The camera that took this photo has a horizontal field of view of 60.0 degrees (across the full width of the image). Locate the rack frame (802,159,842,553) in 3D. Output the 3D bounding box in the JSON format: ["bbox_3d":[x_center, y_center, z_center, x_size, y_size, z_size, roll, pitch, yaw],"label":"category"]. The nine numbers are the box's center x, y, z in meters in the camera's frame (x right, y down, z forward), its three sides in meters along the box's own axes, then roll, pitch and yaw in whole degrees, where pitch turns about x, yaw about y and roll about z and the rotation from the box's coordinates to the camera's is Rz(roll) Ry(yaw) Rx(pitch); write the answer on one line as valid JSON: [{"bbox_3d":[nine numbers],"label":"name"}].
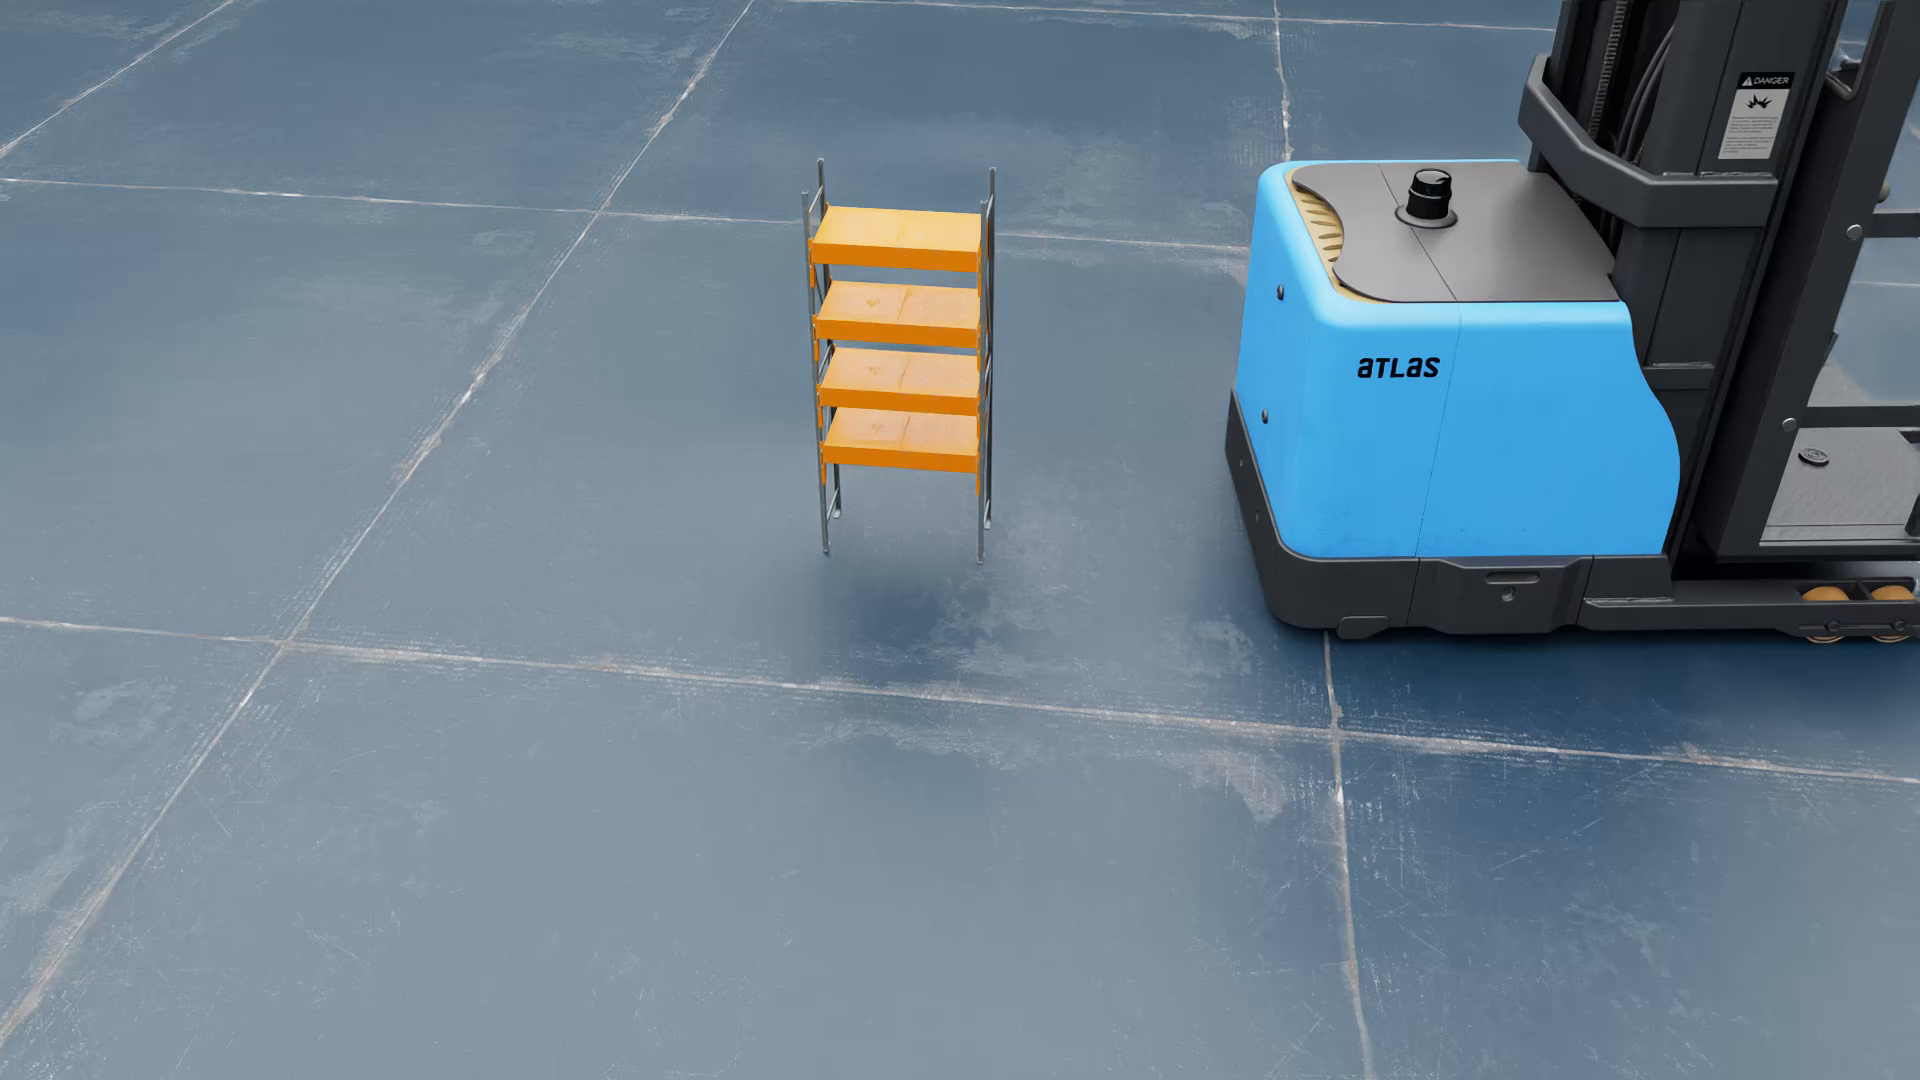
[{"bbox_3d":[-0.406,-0.519,4.944,0.015,1.200,0.240,4,36,6],"label":"rack frame"}]

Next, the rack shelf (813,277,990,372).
[{"bbox_3d":[-0.164,-0.628,4.828,0.480,0.148,0.258,4,36,6],"label":"rack shelf"}]

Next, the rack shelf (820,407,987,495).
[{"bbox_3d":[-0.164,-0.284,5.073,0.480,0.148,0.258,4,36,6],"label":"rack shelf"}]

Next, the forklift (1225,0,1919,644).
[{"bbox_3d":[2.406,-1.202,4.411,3.031,2.935,1.130,-1,36,-1],"label":"forklift"}]

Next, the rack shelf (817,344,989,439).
[{"bbox_3d":[-0.164,-0.446,4.958,0.480,0.148,0.258,4,36,6],"label":"rack shelf"}]

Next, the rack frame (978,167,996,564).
[{"bbox_3d":[0.078,-0.483,4.893,0.015,1.200,0.240,4,36,6],"label":"rack frame"}]

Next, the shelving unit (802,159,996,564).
[{"bbox_3d":[-0.164,-0.501,4.919,0.503,1.200,0.258,4,36,6],"label":"shelving unit"}]

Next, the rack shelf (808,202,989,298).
[{"bbox_3d":[-0.164,-0.820,4.690,0.480,0.148,0.258,4,36,6],"label":"rack shelf"}]
